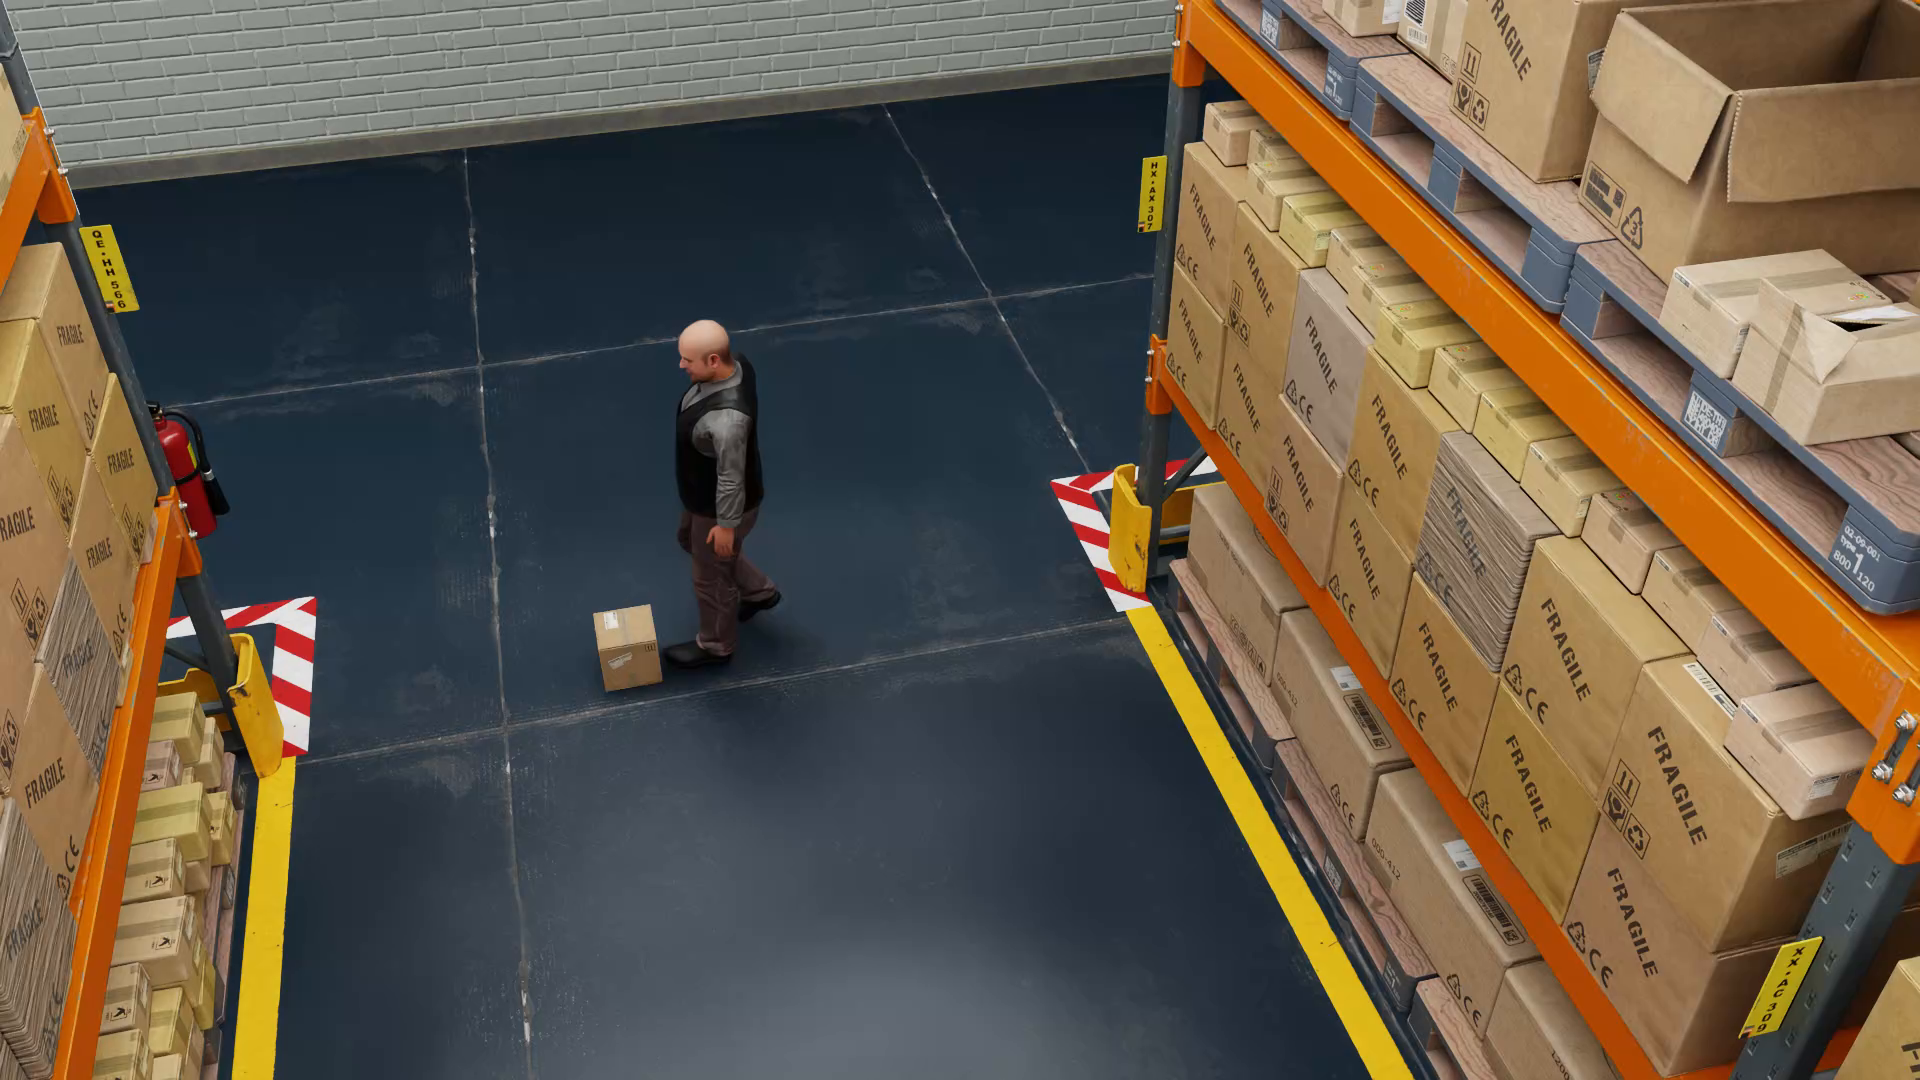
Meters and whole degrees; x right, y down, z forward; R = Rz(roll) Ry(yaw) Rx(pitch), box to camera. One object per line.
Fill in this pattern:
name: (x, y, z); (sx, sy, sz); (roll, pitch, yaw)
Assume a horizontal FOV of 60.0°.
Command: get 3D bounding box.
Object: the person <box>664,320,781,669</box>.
person: (-1.054, -0.174, 6.927); (0.532, 1.717, 0.561); (-4, 38, -5)
